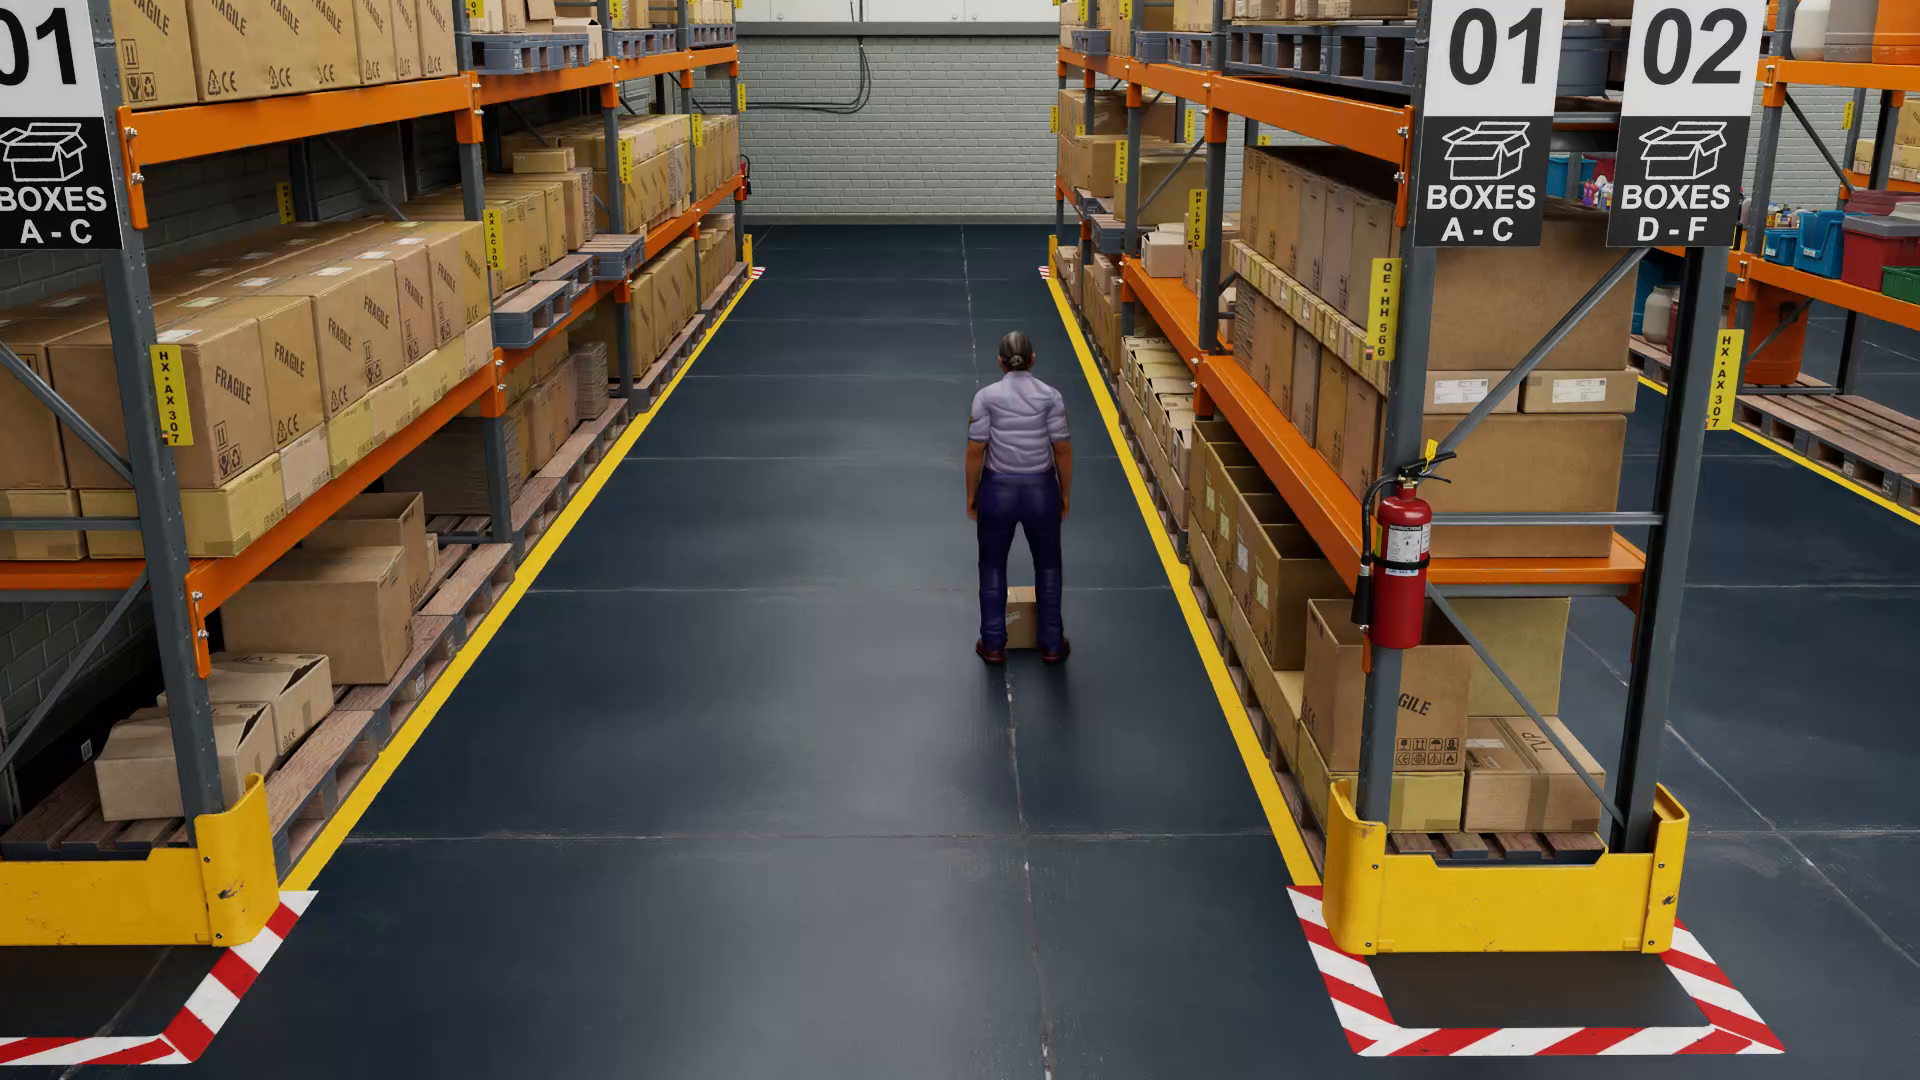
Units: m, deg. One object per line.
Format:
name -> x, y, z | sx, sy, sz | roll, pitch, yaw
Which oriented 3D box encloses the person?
person -> 0.295, -0.197, 8.194 | 0.541, 1.652, 0.369 | 0, 17, 0
